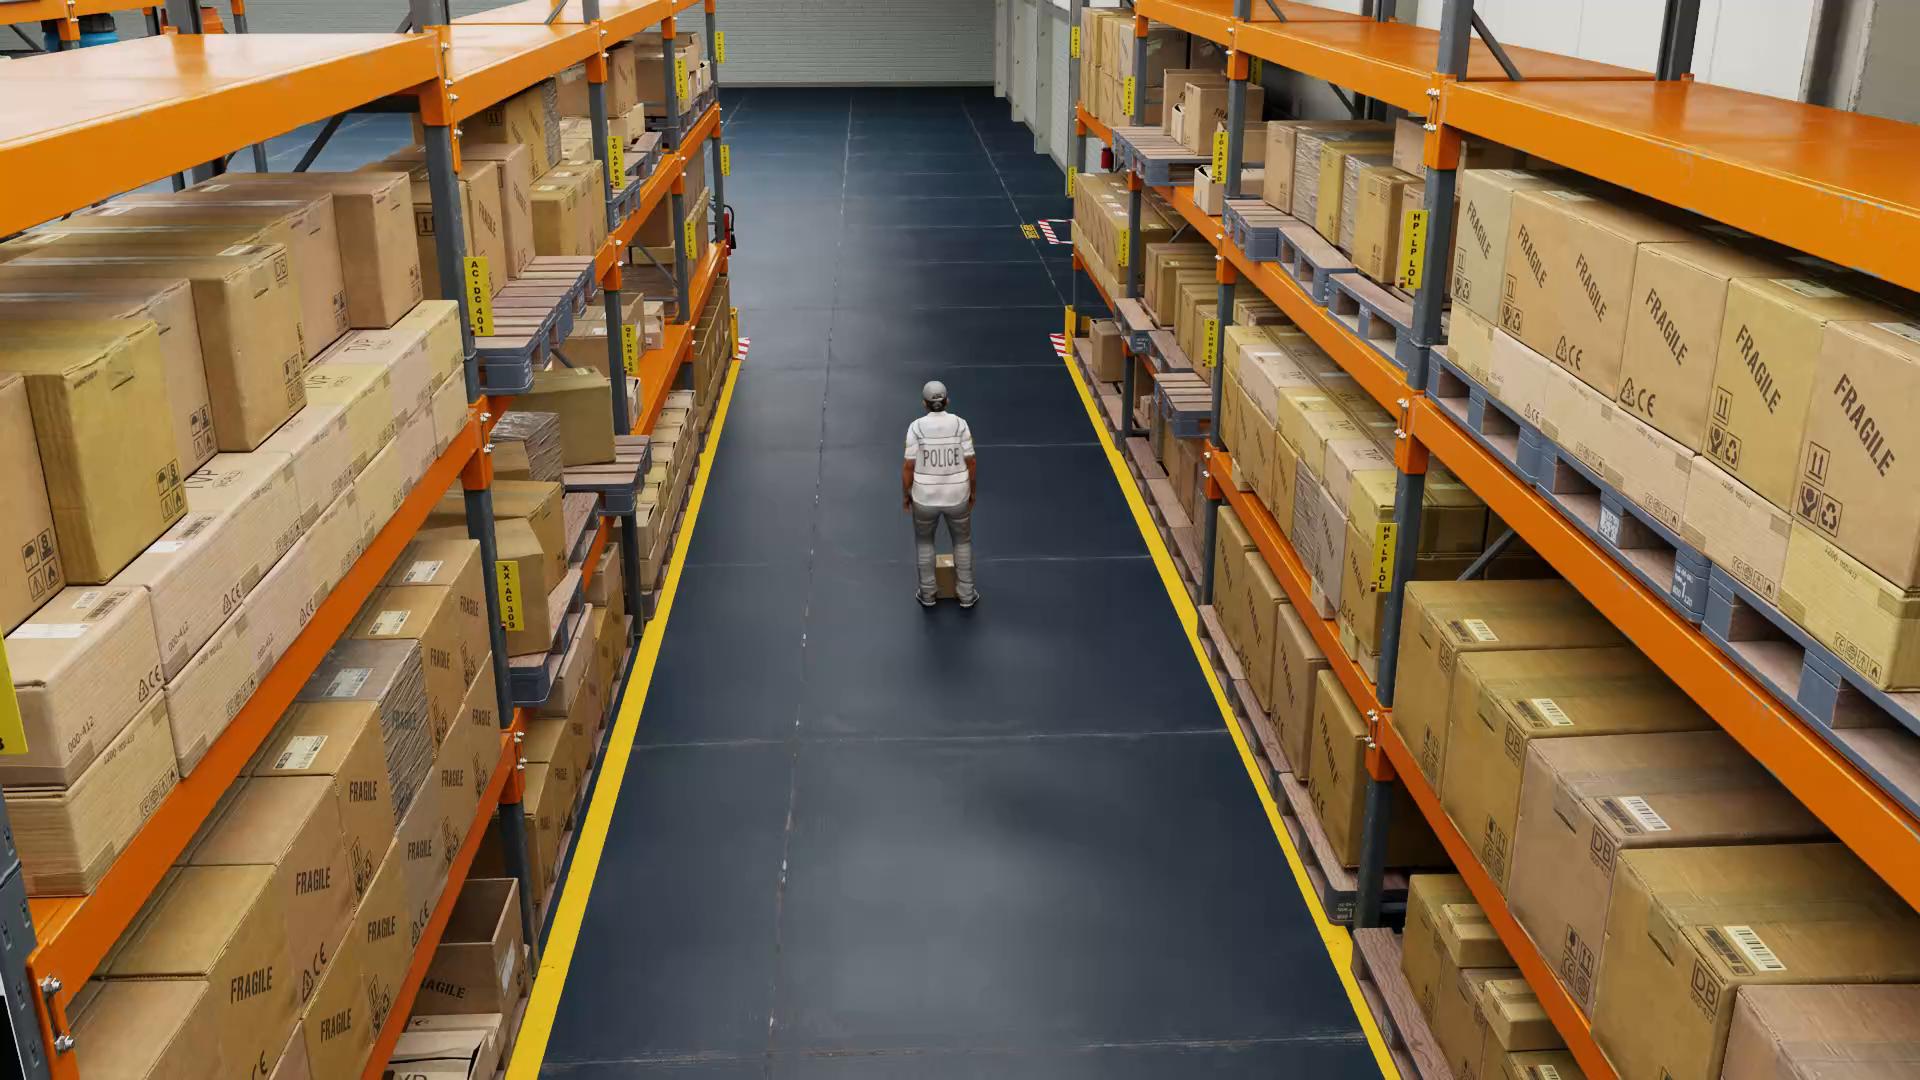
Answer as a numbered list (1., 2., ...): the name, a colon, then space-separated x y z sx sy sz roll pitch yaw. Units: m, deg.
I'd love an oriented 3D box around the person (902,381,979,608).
1. person: -0.133 -0.316 11.911 0.564 1.667 0.465 -2 21 -6
